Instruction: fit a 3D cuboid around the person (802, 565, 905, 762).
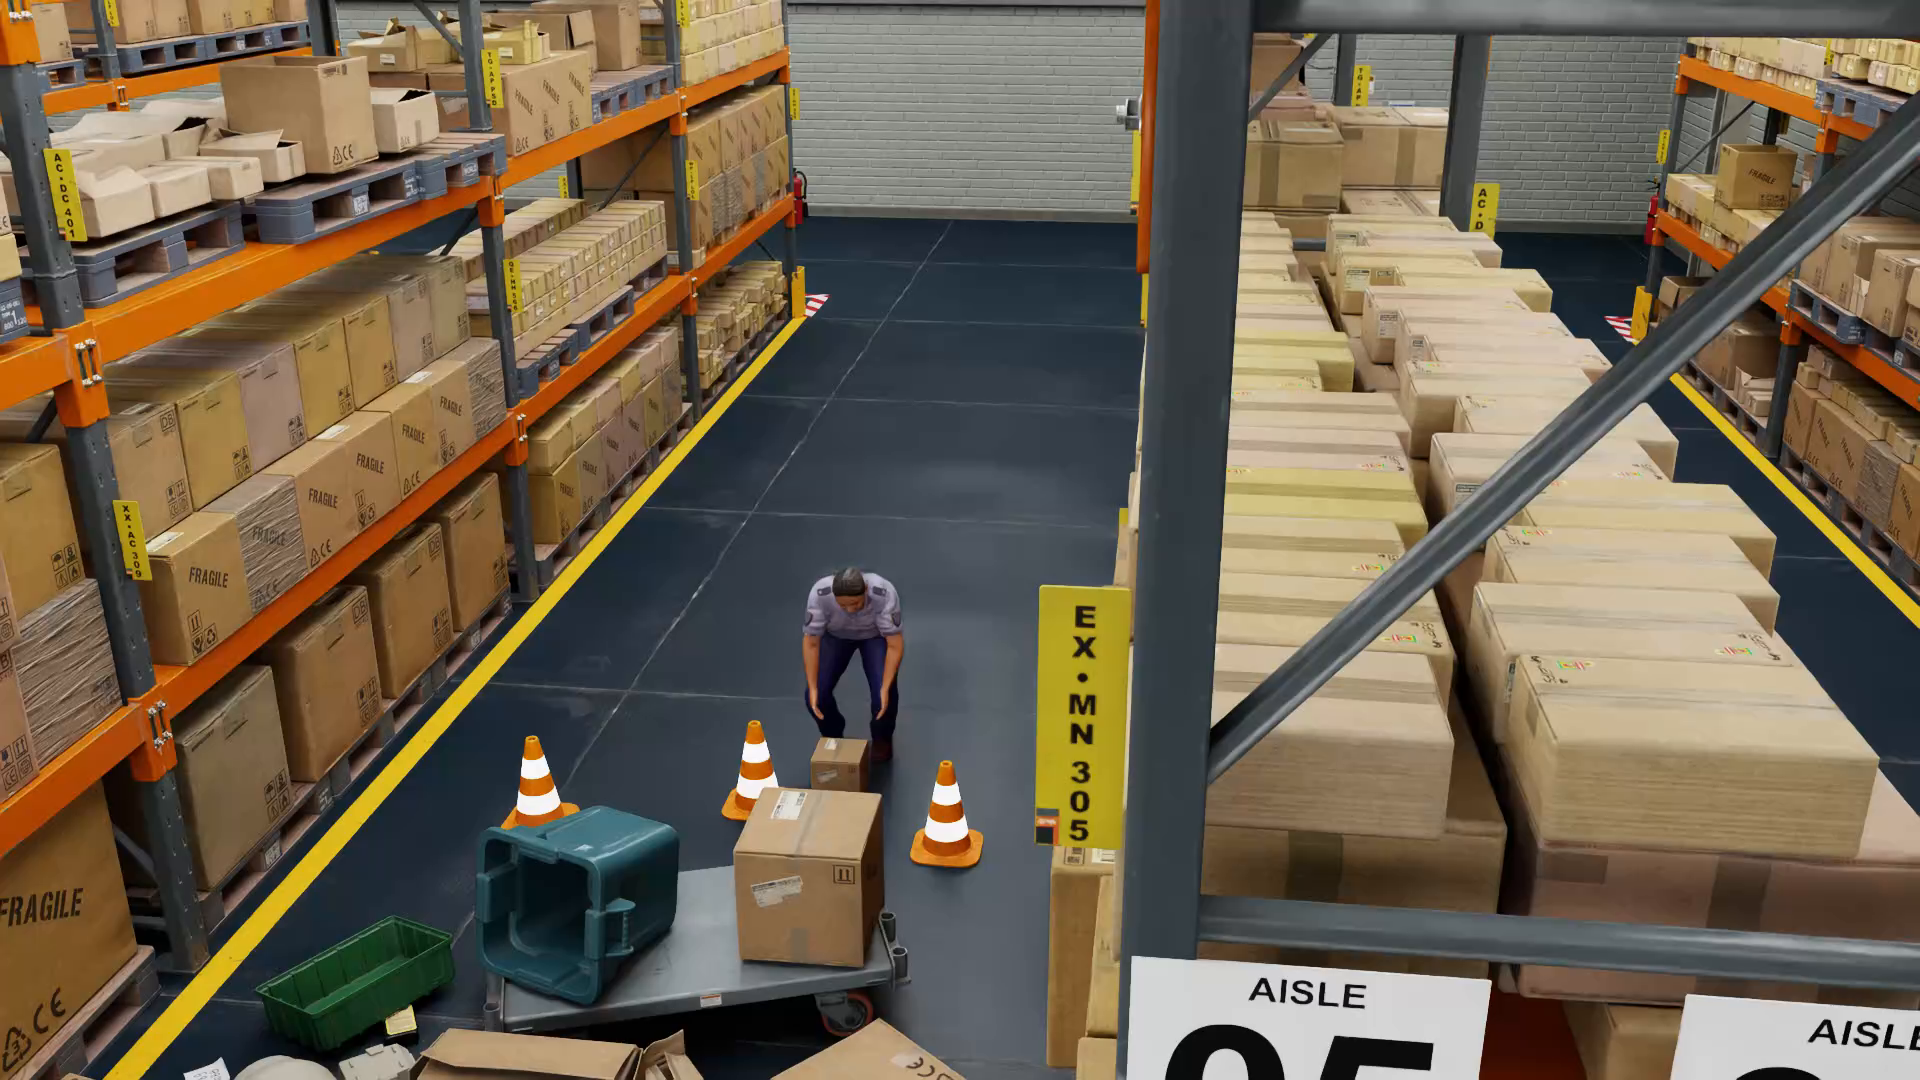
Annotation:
[{"bbox_3d":[-0.536,0.598,8.702,0.541,1.198,0.742,3,21,6],"label":"person"}]
